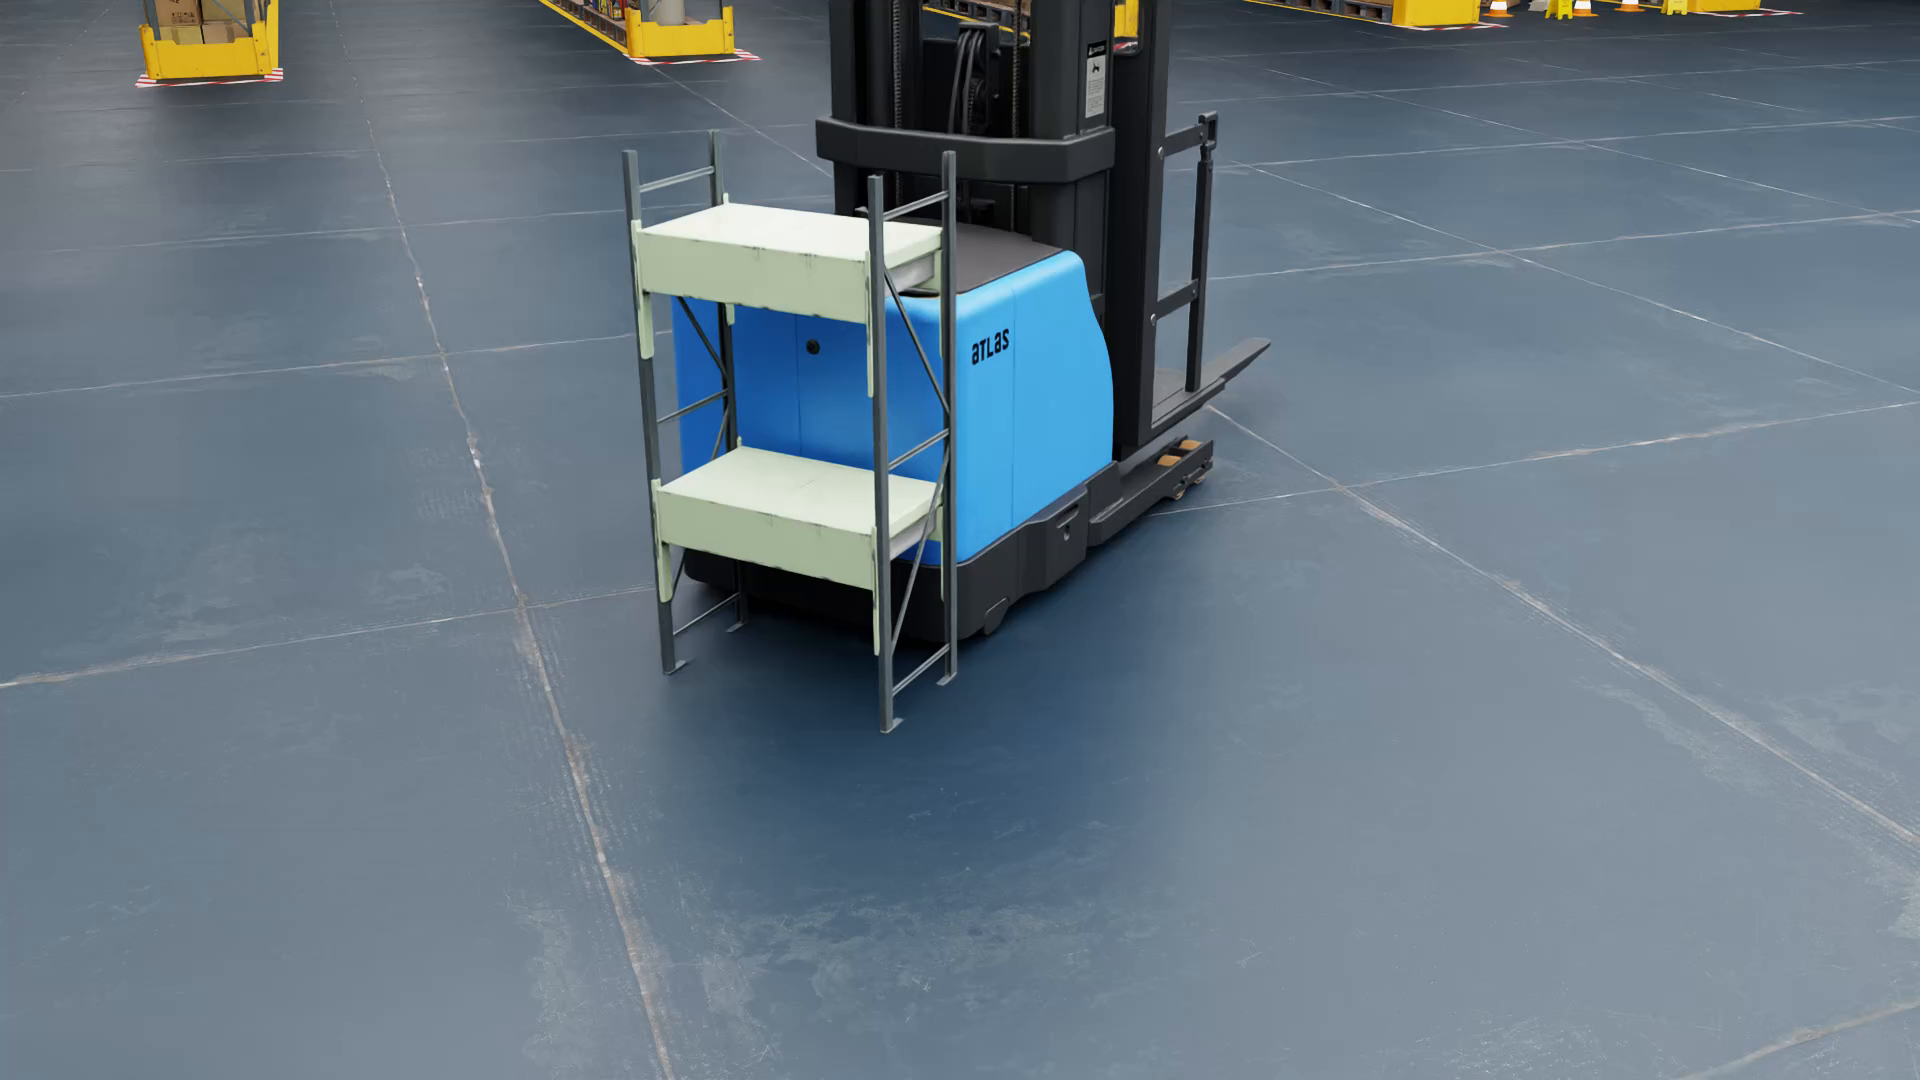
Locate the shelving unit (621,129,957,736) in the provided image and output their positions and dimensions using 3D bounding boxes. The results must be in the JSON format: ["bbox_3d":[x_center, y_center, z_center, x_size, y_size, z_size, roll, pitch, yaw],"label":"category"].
[{"bbox_3d":[-0.436,-0.300,4.529,0.755,1.500,0.431,12,26,26],"label":"shelving unit"}]

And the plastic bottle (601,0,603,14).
[{"bbox_3d":[-4.446,-6.698,20.815,0.097,0.201,0.097,0,23,0],"label":"plastic bottle"}]

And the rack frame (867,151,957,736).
[{"bbox_3d":[-0.114,-0.232,4.369,0.023,1.500,0.400,12,26,26],"label":"rack frame"}]

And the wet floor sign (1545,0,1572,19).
[{"bbox_3d":[8.097,-7.356,22.371,0.267,0.644,0.232,-13,26,-28],"label":"wet floor sign"}]

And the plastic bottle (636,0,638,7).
[{"bbox_3d":[-4.126,-7.077,21.523,0.144,0.351,0.185,-8,24,-19],"label":"plastic bottle"}]

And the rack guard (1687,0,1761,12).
[{"bbox_3d":[10.803,-7.771,23.543,1.175,0.500,0.348,-8,24,-19],"label":"rack guard"}]

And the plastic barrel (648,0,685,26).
[{"bbox_3d":[-3.379,-6.132,19.098,0.421,0.512,0.421,0,23,0],"label":"plastic barrel"}]

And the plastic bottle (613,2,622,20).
[{"bbox_3d":[-4.134,-6.376,20.053,0.097,0.201,0.097,0,23,0],"label":"plastic bottle"}]

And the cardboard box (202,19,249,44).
[{"bbox_3d":[-7.691,-5.329,17.532,0.500,0.250,0.500,-8,24,-19],"label":"cardboard box"}]

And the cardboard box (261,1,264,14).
[{"bbox_3d":[-9.034,-6.738,20.874,0.500,0.250,0.500,-9,24,-20],"label":"cardboard box"}]

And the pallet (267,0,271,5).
[{"bbox_3d":[-10.765,-8.076,24.639,1.003,0.211,1.213,-8,24,-19],"label":"pallet"}]

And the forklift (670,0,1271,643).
[{"bbox_3d":[0.299,-1.579,5.721,1.130,2.935,3.031,13,26,28],"label":"forklift"}]

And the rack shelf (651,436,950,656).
[{"bbox_3d":[-0.436,0.001,4.656,0.720,0.370,0.431,12,26,26],"label":"rack shelf"}]

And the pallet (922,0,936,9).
[{"bbox_3d":[-0.131,-7.987,24.427,1.003,0.211,1.213,-8,24,-19],"label":"pallet"}]

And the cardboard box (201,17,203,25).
[{"bbox_3d":[-8.364,-5.438,17.791,0.500,0.250,0.500,-8,24,-19],"label":"cardboard box"}]

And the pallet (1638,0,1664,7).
[{"bbox_3d":[10.549,-7.938,24.311,1.003,0.211,1.213,-8,24,-19],"label":"pallet"}]

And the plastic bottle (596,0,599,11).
[{"bbox_3d":[-4.524,-6.873,21.038,0.144,0.351,0.185,-9,25,-21],"label":"plastic bottle"}]

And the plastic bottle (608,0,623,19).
[{"bbox_3d":[-4.197,-6.506,20.264,0.152,0.276,0.135,-8,24,-19],"label":"plastic bottle"}]

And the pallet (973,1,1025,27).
[{"bbox_3d":[0.851,-7.021,22.135,1.003,0.211,1.213,-8,24,-19],"label":"pallet"}]

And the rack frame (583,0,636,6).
[{"bbox_3d":[-4.488,-8.309,21.602,1.000,3.000,0.127,-8,24,-19],"label":"rack frame"}]

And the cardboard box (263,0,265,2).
[{"bbox_3d":[-9.578,-7.297,22.200,0.500,0.250,0.500,-8,24,-18],"label":"cardboard box"}]

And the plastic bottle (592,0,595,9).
[{"bbox_3d":[-4.646,-6.967,21.359,0.152,0.276,0.135,-7,24,-17],"label":"plastic bottle"}]

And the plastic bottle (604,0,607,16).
[{"bbox_3d":[-4.308,-6.650,20.511,0.144,0.351,0.185,-7,24,-17],"label":"plastic bottle"}]

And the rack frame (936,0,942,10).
[{"bbox_3d":[0.146,-8.989,23.215,1.000,3.000,0.127,-8,24,-19],"label":"rack frame"}]

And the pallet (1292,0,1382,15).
[{"bbox_3d":[5.452,-7.617,23.549,1.003,0.211,1.213,-8,24,-19],"label":"pallet"}]

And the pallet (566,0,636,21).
[{"bbox_3d":[-4.802,-7.304,22.808,1.003,0.211,1.213,-8,24,-19],"label":"pallet"}]

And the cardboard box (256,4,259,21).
[{"bbox_3d":[-8.397,-6.056,19.256,0.500,0.250,0.500,-8,24,-19],"label":"cardboard box"}]

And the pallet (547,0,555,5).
[{"bbox_3d":[-5.664,-8.191,24.912,1.003,0.211,1.213,-8,24,-19],"label":"pallet"}]

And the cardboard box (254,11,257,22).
[{"bbox_3d":[-8.048,-5.692,18.393,0.500,0.250,0.500,-8,24,-19],"label":"cardboard box"}]

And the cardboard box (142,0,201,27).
[{"bbox_3d":[-8.178,-5.604,17.217,0.500,0.500,0.500,-8,24,-19],"label":"cardboard box"}]

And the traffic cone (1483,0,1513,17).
[{"bbox_3d":[7.376,-7.398,22.707,0.336,0.463,0.334,-8,24,-19],"label":"traffic cone"}]

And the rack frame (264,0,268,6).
[{"bbox_3d":[-10.536,-9.084,23.441,1.000,3.000,0.127,-8,24,-19],"label":"rack frame"}]

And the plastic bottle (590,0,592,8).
[{"bbox_3d":[-4.750,-7.010,21.555,0.097,0.201,0.097,0,23,0],"label":"plastic bottle"}]

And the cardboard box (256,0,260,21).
[{"bbox_3d":[-8.755,-6.419,20.117,0.500,0.250,0.500,-8,24,-19],"label":"cardboard box"}]

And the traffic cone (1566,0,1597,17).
[{"bbox_3d":[8.553,-7.430,22.781,0.336,0.463,0.334,-8,24,-19],"label":"traffic cone"}]

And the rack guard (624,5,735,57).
[{"bbox_3d":[-3.146,-5.725,18.690,1.175,0.500,0.348,-8,24,-19],"label":"rack guard"}]

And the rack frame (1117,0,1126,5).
[{"bbox_3d":[1.559,-7.535,19.766,1.000,3.000,0.127,-8,24,-19],"label":"rack frame"}]

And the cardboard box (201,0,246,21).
[{"bbox_3d":[-7.870,-5.856,17.817,0.500,0.500,0.500,-8,24,-19],"label":"cardboard box"}]

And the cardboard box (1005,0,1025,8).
[{"bbox_3d":[0.907,-7.249,21.764,0.500,0.500,0.500,-6,24,-14],"label":"cardboard box"}]

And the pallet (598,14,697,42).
[{"bbox_3d":[-3.855,-6.331,20.498,1.003,0.211,1.213,-8,24,-19],"label":"pallet"}]
